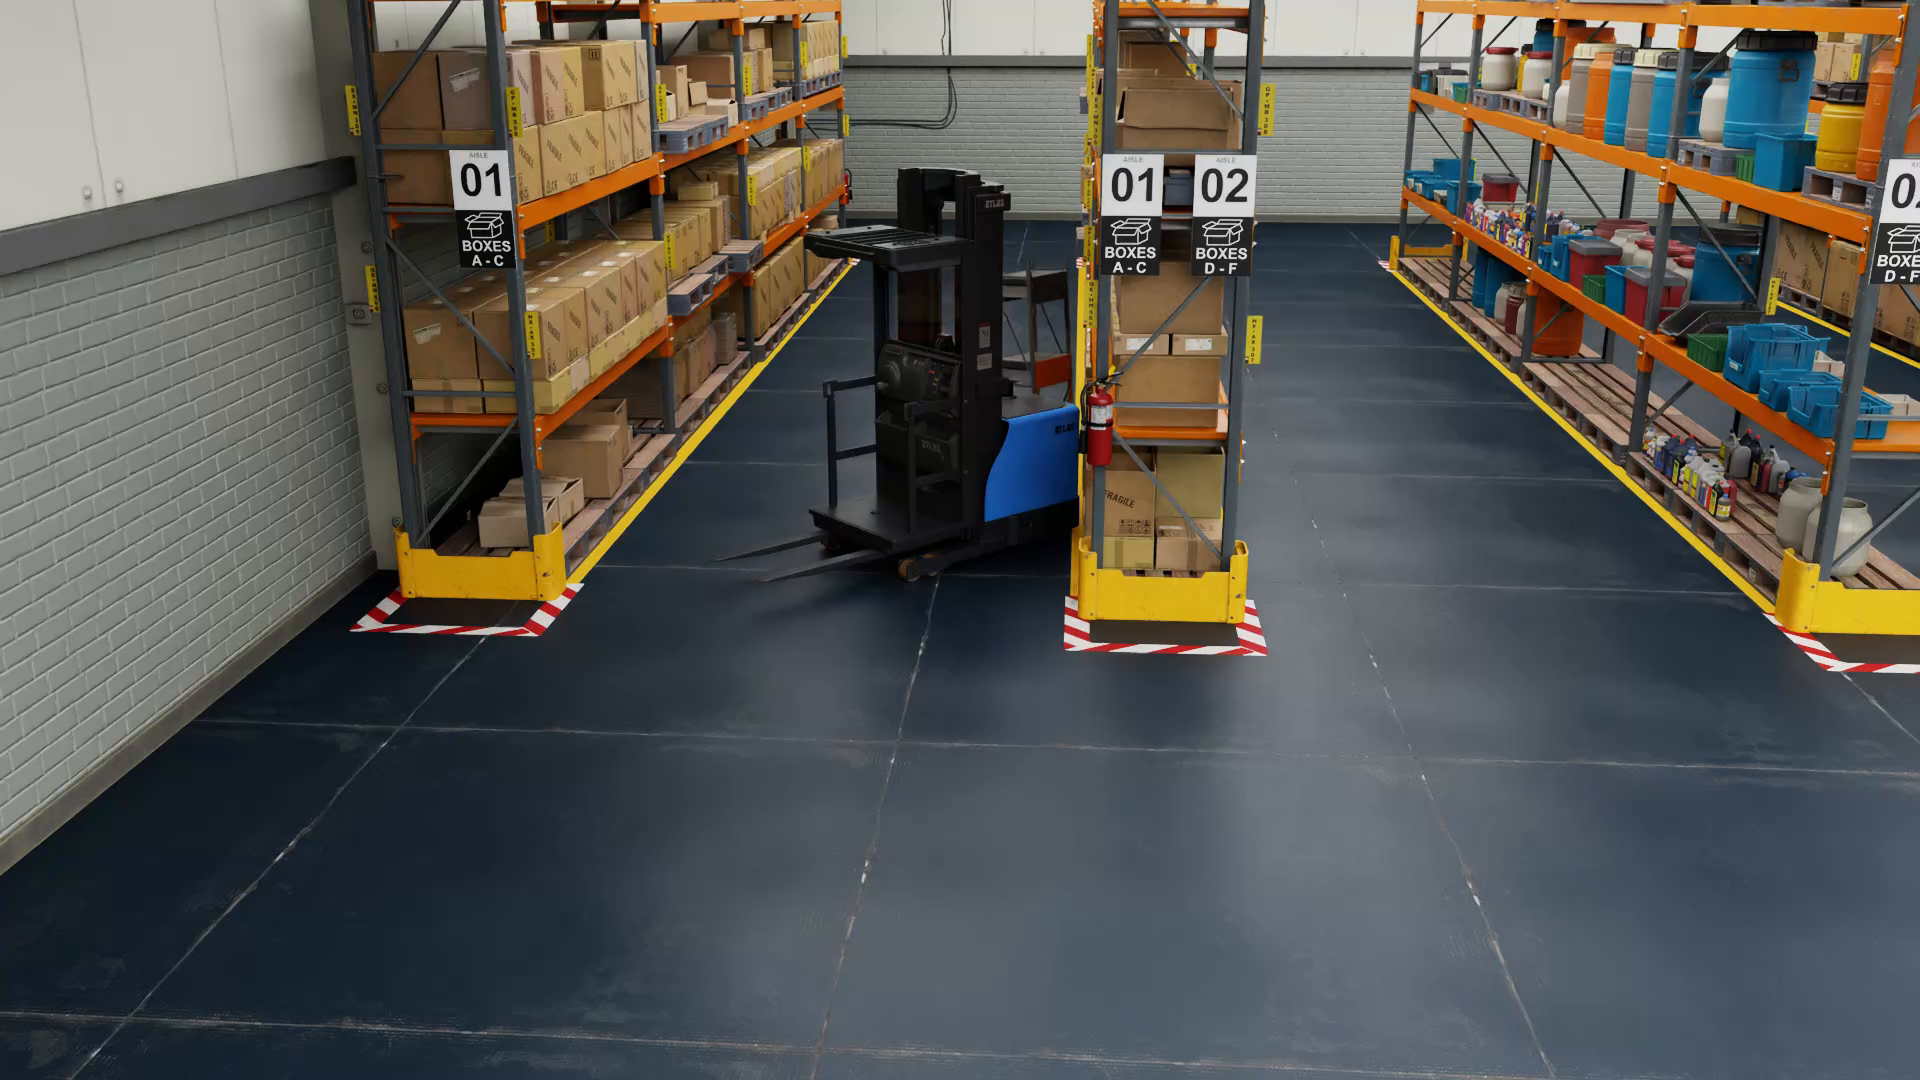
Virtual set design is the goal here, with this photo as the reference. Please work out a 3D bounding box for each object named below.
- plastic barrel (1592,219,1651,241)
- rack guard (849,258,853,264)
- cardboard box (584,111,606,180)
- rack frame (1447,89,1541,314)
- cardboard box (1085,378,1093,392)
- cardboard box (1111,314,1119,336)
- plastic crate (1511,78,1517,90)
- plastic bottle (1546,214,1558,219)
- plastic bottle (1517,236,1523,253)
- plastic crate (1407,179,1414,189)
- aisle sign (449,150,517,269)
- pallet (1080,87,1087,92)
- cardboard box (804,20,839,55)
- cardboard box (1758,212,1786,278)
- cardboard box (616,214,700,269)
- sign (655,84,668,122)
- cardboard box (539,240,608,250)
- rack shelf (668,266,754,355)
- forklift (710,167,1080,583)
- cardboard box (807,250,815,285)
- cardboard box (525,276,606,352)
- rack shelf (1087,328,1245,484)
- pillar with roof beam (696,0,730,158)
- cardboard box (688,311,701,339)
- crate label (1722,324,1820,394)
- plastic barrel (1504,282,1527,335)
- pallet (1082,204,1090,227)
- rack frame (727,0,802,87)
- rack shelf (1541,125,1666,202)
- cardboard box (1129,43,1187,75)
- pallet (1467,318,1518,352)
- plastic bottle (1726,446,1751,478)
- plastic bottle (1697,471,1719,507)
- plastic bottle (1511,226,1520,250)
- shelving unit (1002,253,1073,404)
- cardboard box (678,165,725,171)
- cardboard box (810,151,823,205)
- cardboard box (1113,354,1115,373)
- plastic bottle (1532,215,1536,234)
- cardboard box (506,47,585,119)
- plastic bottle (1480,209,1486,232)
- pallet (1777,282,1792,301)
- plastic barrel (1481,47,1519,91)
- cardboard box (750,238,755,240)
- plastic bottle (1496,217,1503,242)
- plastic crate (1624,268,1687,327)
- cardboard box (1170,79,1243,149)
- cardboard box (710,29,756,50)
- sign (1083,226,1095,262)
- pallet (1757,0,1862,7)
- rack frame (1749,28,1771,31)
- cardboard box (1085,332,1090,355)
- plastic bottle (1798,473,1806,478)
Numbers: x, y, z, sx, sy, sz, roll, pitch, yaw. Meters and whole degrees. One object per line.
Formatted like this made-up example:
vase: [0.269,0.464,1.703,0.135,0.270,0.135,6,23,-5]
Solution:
plastic barrel: [7.209,-3.201,18.156,0.600,0.536,0.708,1,18,4]
rack guard: [-2.366,-4.813,27.307,1.175,0.500,0.348,1,18,4]
cardboard box: [-3.117,-3.099,13.052,0.500,0.500,0.500,2,18,7]
rack frame: [7.227,-4.529,22.429,1.000,3.000,0.127,1,18,4]
cardboard box: [1.340,-1.113,14.541,0.500,0.500,0.500,1,18,4]
cardboard box: [1.299,-1.554,12.145,0.380,0.149,0.250,1,18,3]
plastic crate: [7.590,-6.272,23.141,0.497,0.269,0.590,1,18,4]
plastic bottle: [7.433,-3.957,20.881,0.152,0.276,0.135,1,18,4]
plastic bottle: [6.594,-3.465,19.500,0.097,0.201,0.097,0,18,0]
plastic crate: [7.062,-5.508,25.742,0.250,0.136,0.298,1,18,4]
aisle sign: [-3.221,-2.230,11.236,0.394,0.787,0.004,1,18,4]
pallet: [2.170,-5.776,21.719,1.213,0.211,1.003,1,18,4]
cardboard box: [-2.148,-7.717,25.542,0.500,0.500,0.500,1,18,4]
cardboard box: [12.423,-4.368,24.674,0.875,0.875,0.875,1,18,4]
cardboard box: [-3.094,-3.058,17.073,0.700,0.500,0.500,4,19,11]
sign: [-2.686,-3.927,14.944,0.100,0.325,0.005,1,18,4]
cardboard box: [-3.470,-2.419,14.993,0.500,0.500,0.500,1,18,3]
rack shelf: [-3.085,-2.545,17.529,1.077,0.370,4.000,1,18,4]
forklift: [-0.479,-1.266,12.581,3.031,2.935,1.130,-15,23,-38]
cardboard box: [-2.499,-3.992,24.130,0.700,0.500,0.500,2,18,5]
cardboard box: [-3.092,-1.773,13.022,0.500,0.500,0.500,1,18,2]
rack shelf: [1.570,-1.194,13.404,1.077,0.370,4.000,1,18,4]
pillar with roof beam: [0.827,-7.742,22.599,9.100,9.000,0.400,1,18,4]
cardboard box: [-3.076,-2.326,17.807,0.500,0.250,0.500,1,18,4]
crate label: [6.229,-1.397,12.812,0.502,0.435,0.616,1,18,4]
plastic barrel: [7.039,-2.844,20.483,0.600,0.588,0.708,1,18,4]
pallet: [2.121,-4.304,22.050,1.003,0.211,1.213,1,18,4]
rack frame: [-2.655,-7.601,22.170,1.000,3.000,0.127,1,18,4]
rack shelf: [6.797,-3.750,16.387,1.077,0.370,4.000,1,18,4]
cardboard box: [1.797,-4.257,15.143,0.500,0.500,0.500,2,18,5]
pallet: [7.045,-2.586,20.975,1.003,0.211,1.213,1,18,4]
plastic bottle: [6.732,-0.689,14.376,0.152,0.276,0.135,1,18,4]
plastic bottle: [6.116,-0.418,13.550,0.152,0.276,0.135,1,18,2]
plastic bottle: [6.615,-3.589,19.766,0.097,0.271,0.097,0,18,0]
shelving unit: [0.637,-1.345,14.107,0.431,2.100,0.503,10,20,41]
cardboard box: [-3.127,-4.370,20.069,0.500,0.250,0.500,1,18,2]
cardboard box: [-2.542,-5.288,24.262,0.980,0.700,0.700,1,18,3]
cardboard box: [1.581,-1.587,13.290,0.700,0.500,0.500,2,18,6]
plastic bottle: [7.323,-4.024,21.093,0.097,0.271,0.097,0,18,0]
cardboard box: [-3.133,-3.410,12.396,0.500,0.500,0.500,2,18,5]
plastic bottle: [6.712,-4.094,21.287,0.061,0.283,0.133,1,18,4]
pallet: [12.385,-3.708,24.401,1.003,0.211,1.213,1,18,4]
plastic barrel: [6.939,-6.061,21.394,0.433,0.535,0.433,0,18,0]
cardboard box: [-2.660,-3.574,19.883,0.380,0.149,0.250,2,18,5]
plastic bottle: [6.648,-3.821,20.453,0.061,0.283,0.133,1,18,4]
plastic crate: [6.383,-2.232,15.316,0.402,0.464,0.583,1,18,4]
cardboard box: [1.818,-3.163,12.382,0.500,0.500,0.500,1,18,4]
cardboard box: [-2.873,-6.347,21.087,0.500,0.250,0.500,1,18,2]
sign: [1.171,-2.678,15.047,0.100,0.325,0.005,1,18,4]
pallet: [6.537,-3.979,12.061,1.003,0.211,1.213,1,18,4]
rack frame: [12.454,-8.512,24.949,1.000,3.000,0.127,1,18,4]
cardboard box: [1.601,-2.081,17.796,0.500,0.311,0.500,1,18,2]
plastic bottle: [6.839,-0.409,13.528,0.097,0.271,0.097,0,18,0]
